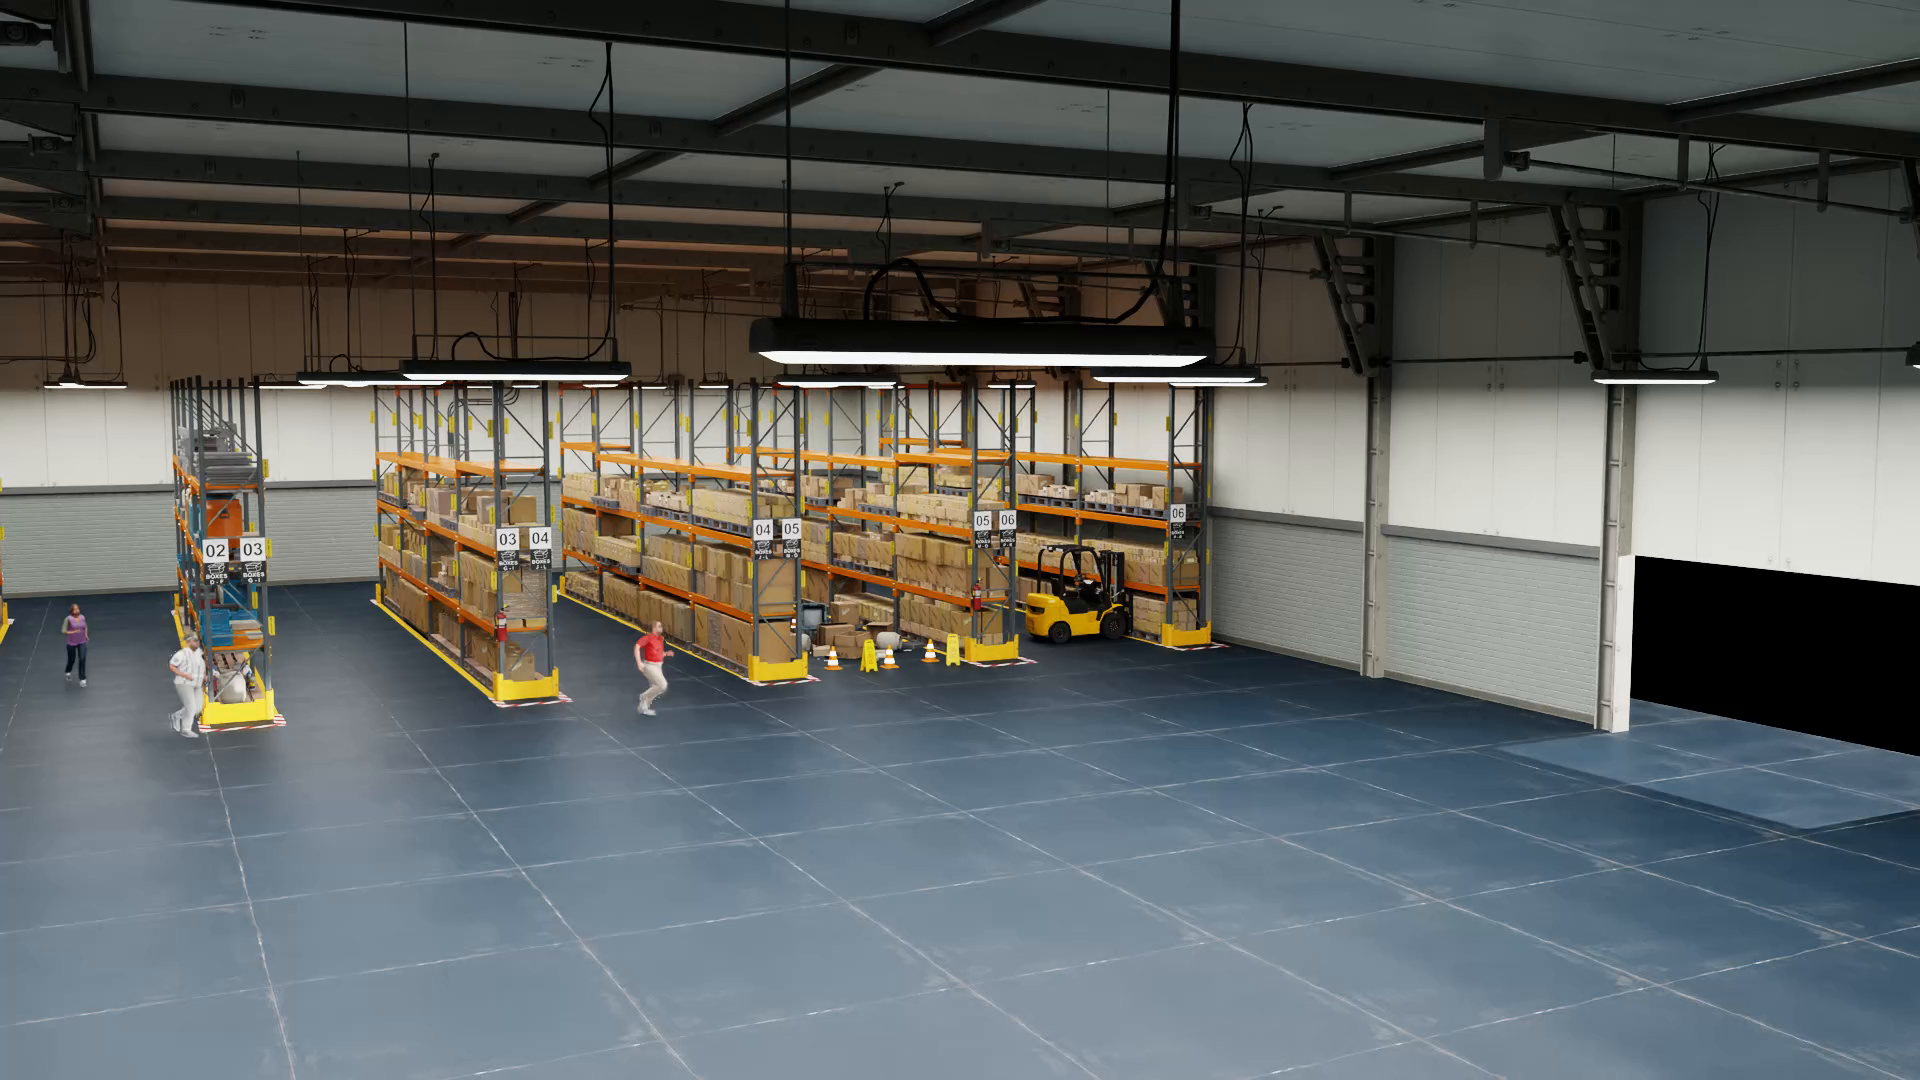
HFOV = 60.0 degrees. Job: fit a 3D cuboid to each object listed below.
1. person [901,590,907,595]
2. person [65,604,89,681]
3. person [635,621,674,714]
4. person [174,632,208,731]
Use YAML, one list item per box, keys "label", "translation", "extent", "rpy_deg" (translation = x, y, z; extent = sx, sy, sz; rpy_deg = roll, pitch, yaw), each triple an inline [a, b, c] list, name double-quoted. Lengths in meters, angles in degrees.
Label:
- label: "person"
  translation: [-1.492, 0.848, 43.776]
  extent: [0.541, 1.350, 0.538]
  rpy_deg: [-4, 6, -38]
- label: "person"
  translation: [-17.232, 2.033, 32.399]
  extent: [0.796, 1.406, 0.504]
  rpy_deg: [5, 7, 44]
- label: "person"
  translation: [-5.397, 2.262, 29.418]
  extent: [0.685, 1.661, 0.654]
  rpy_deg: [1, 5, 11]
- label: "person"
  translation: [-12.907, 2.353, 27.821]
  extent: [0.559, 1.644, 0.492]
  rpy_deg: [2, 6, 24]
